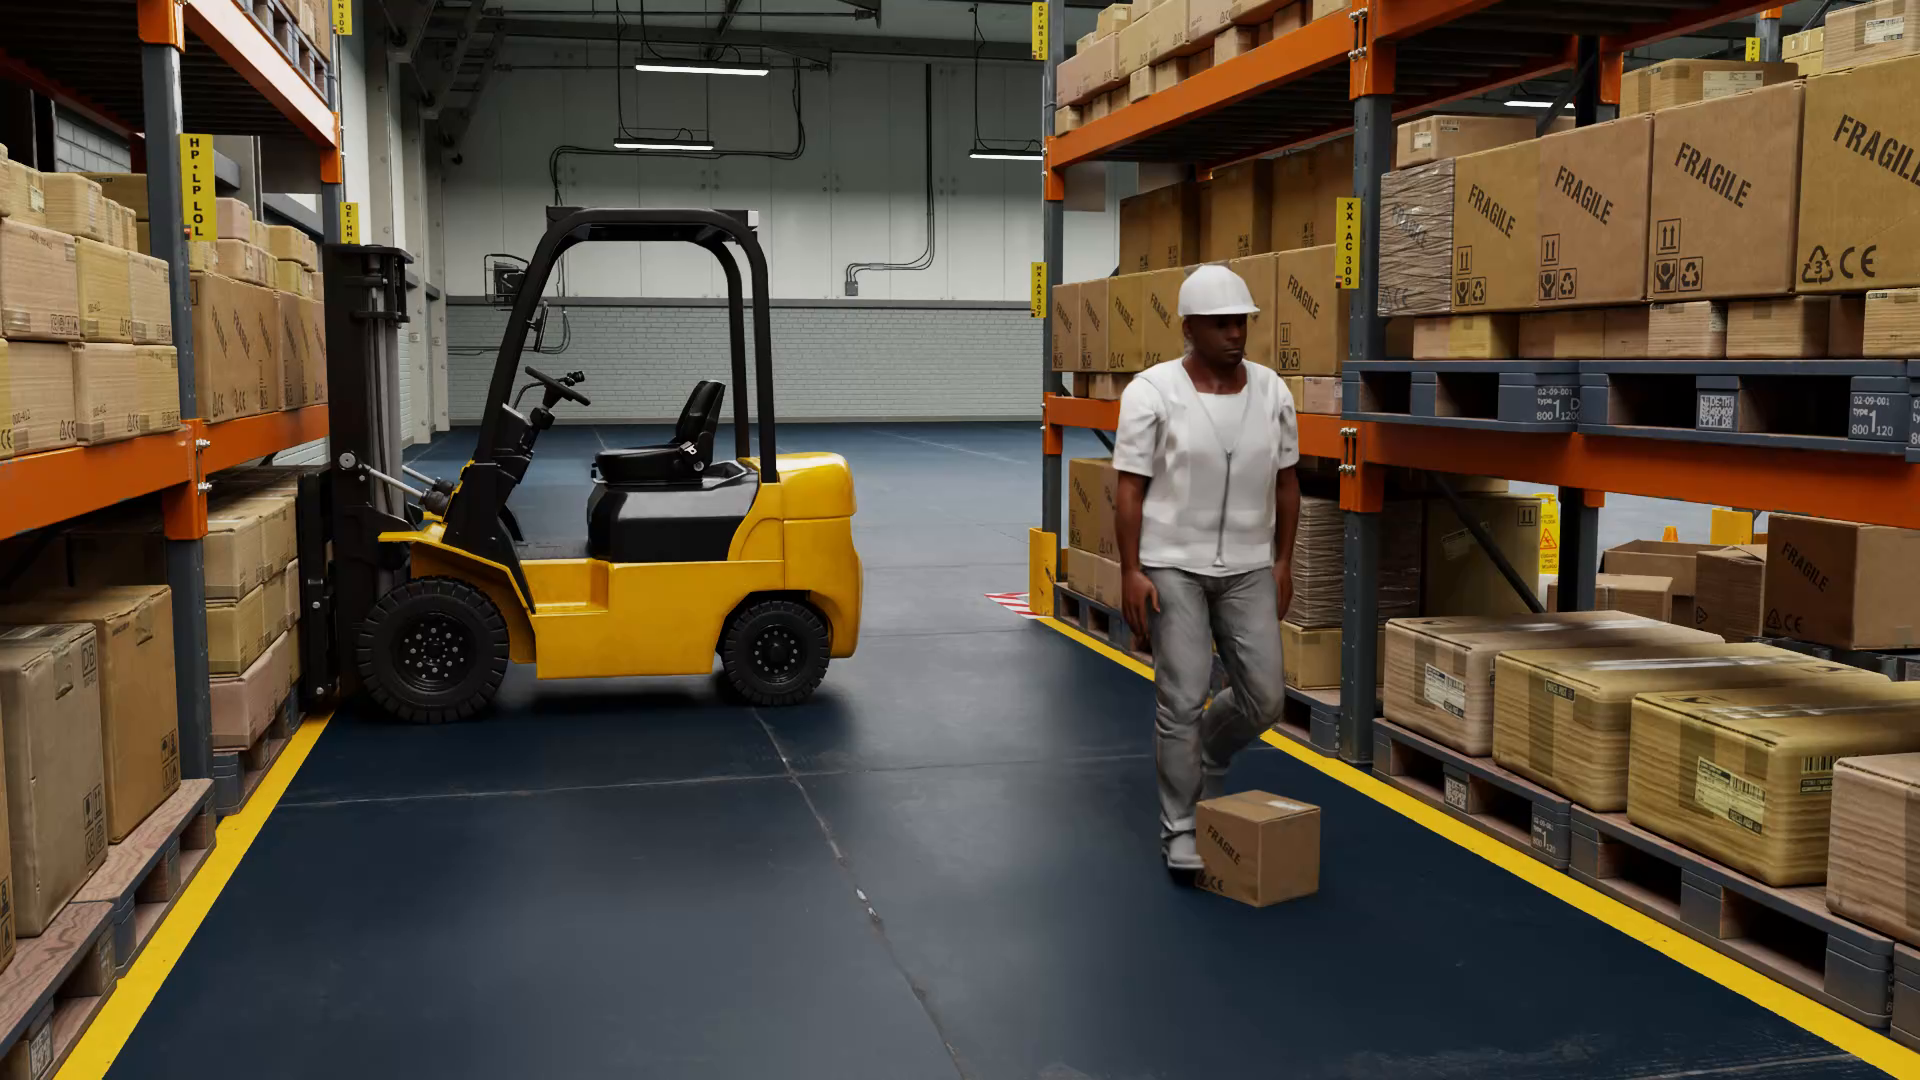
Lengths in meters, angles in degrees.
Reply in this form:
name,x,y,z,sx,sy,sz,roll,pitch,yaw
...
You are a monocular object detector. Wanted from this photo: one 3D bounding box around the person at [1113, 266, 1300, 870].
name,x,y,z,sx,sy,sz,roll,pitch,yaw
person,0.721,0.078,4.941,0.581,1.755,0.595,-1,6,-11
